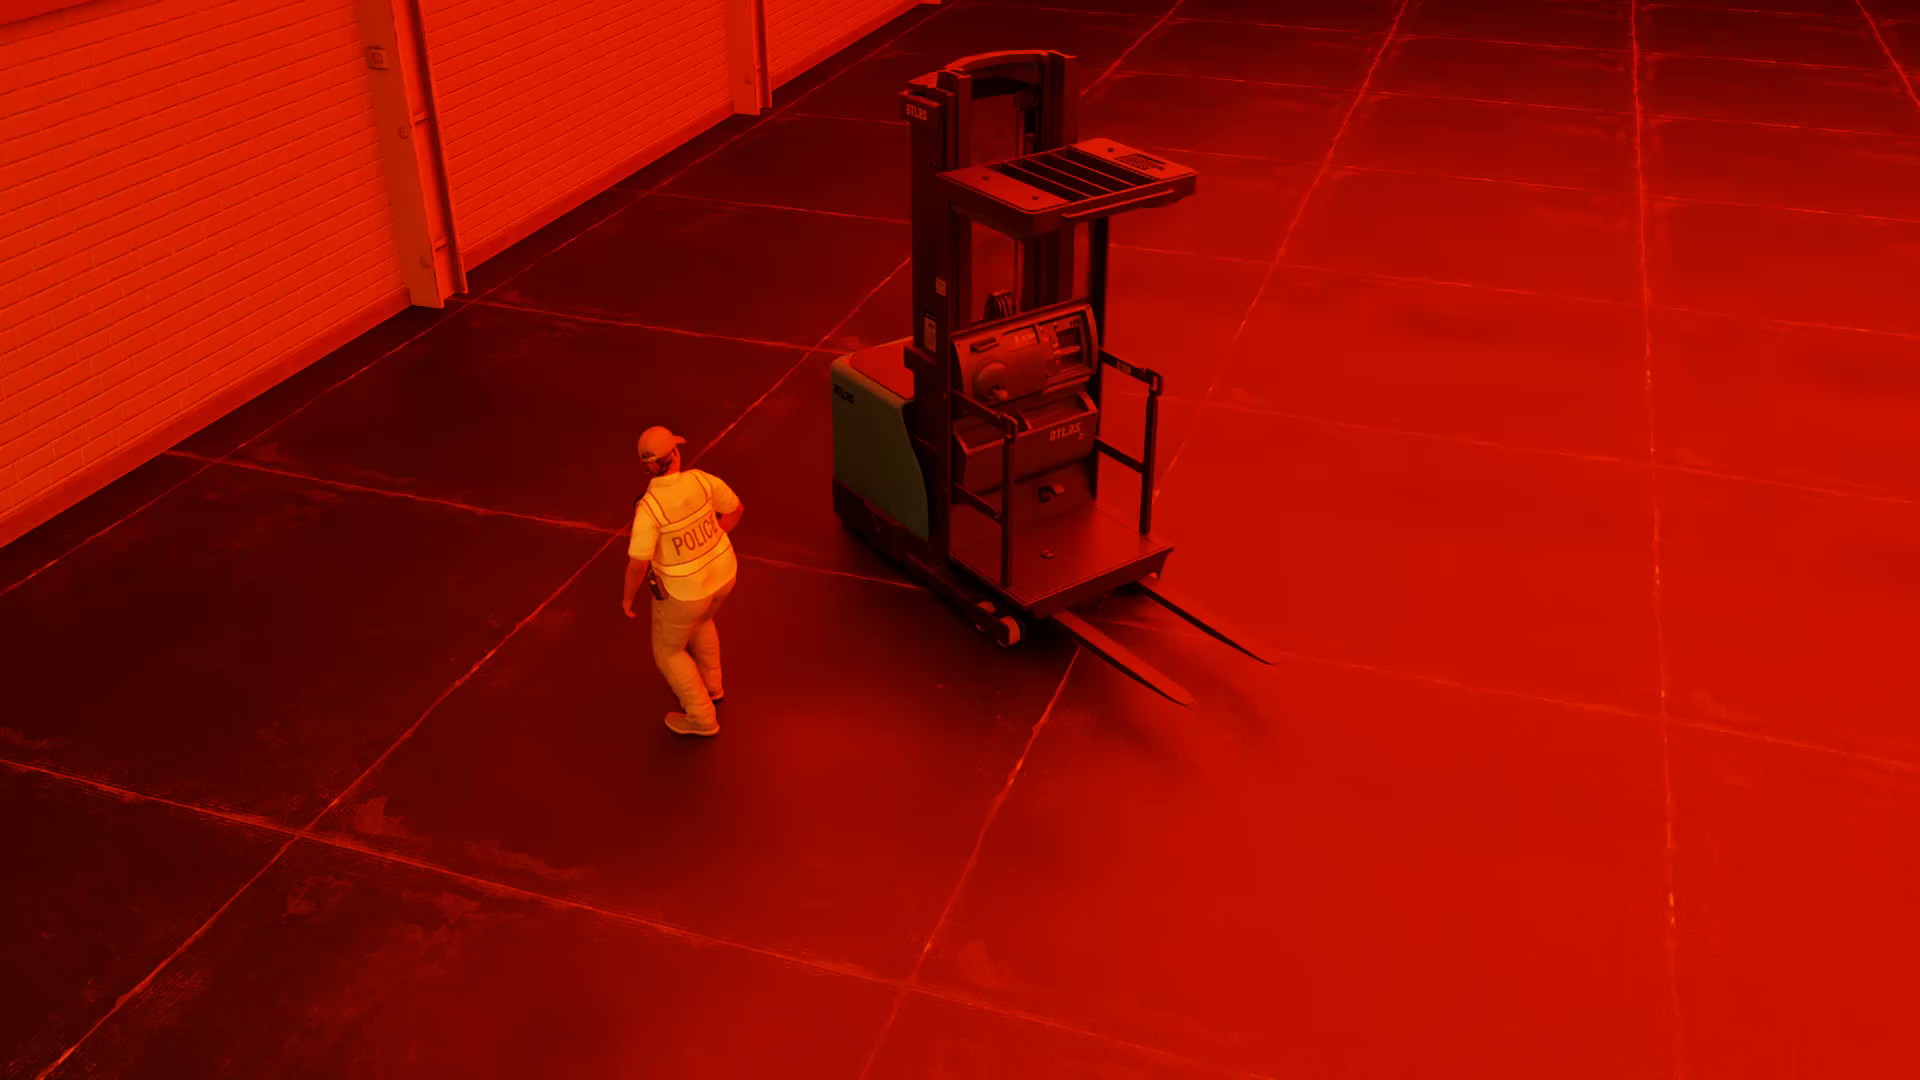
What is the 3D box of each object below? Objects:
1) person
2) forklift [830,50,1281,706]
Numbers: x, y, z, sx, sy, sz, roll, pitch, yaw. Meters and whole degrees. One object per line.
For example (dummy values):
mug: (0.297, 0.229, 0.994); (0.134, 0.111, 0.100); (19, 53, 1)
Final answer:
person: (-1.384, 0.202, 8.096); (0.512, 1.641, 0.673); (19, 35, 29)
forklift: (0.491, -0.965, 8.829); (1.130, 2.935, 3.031); (-20, 35, -31)
